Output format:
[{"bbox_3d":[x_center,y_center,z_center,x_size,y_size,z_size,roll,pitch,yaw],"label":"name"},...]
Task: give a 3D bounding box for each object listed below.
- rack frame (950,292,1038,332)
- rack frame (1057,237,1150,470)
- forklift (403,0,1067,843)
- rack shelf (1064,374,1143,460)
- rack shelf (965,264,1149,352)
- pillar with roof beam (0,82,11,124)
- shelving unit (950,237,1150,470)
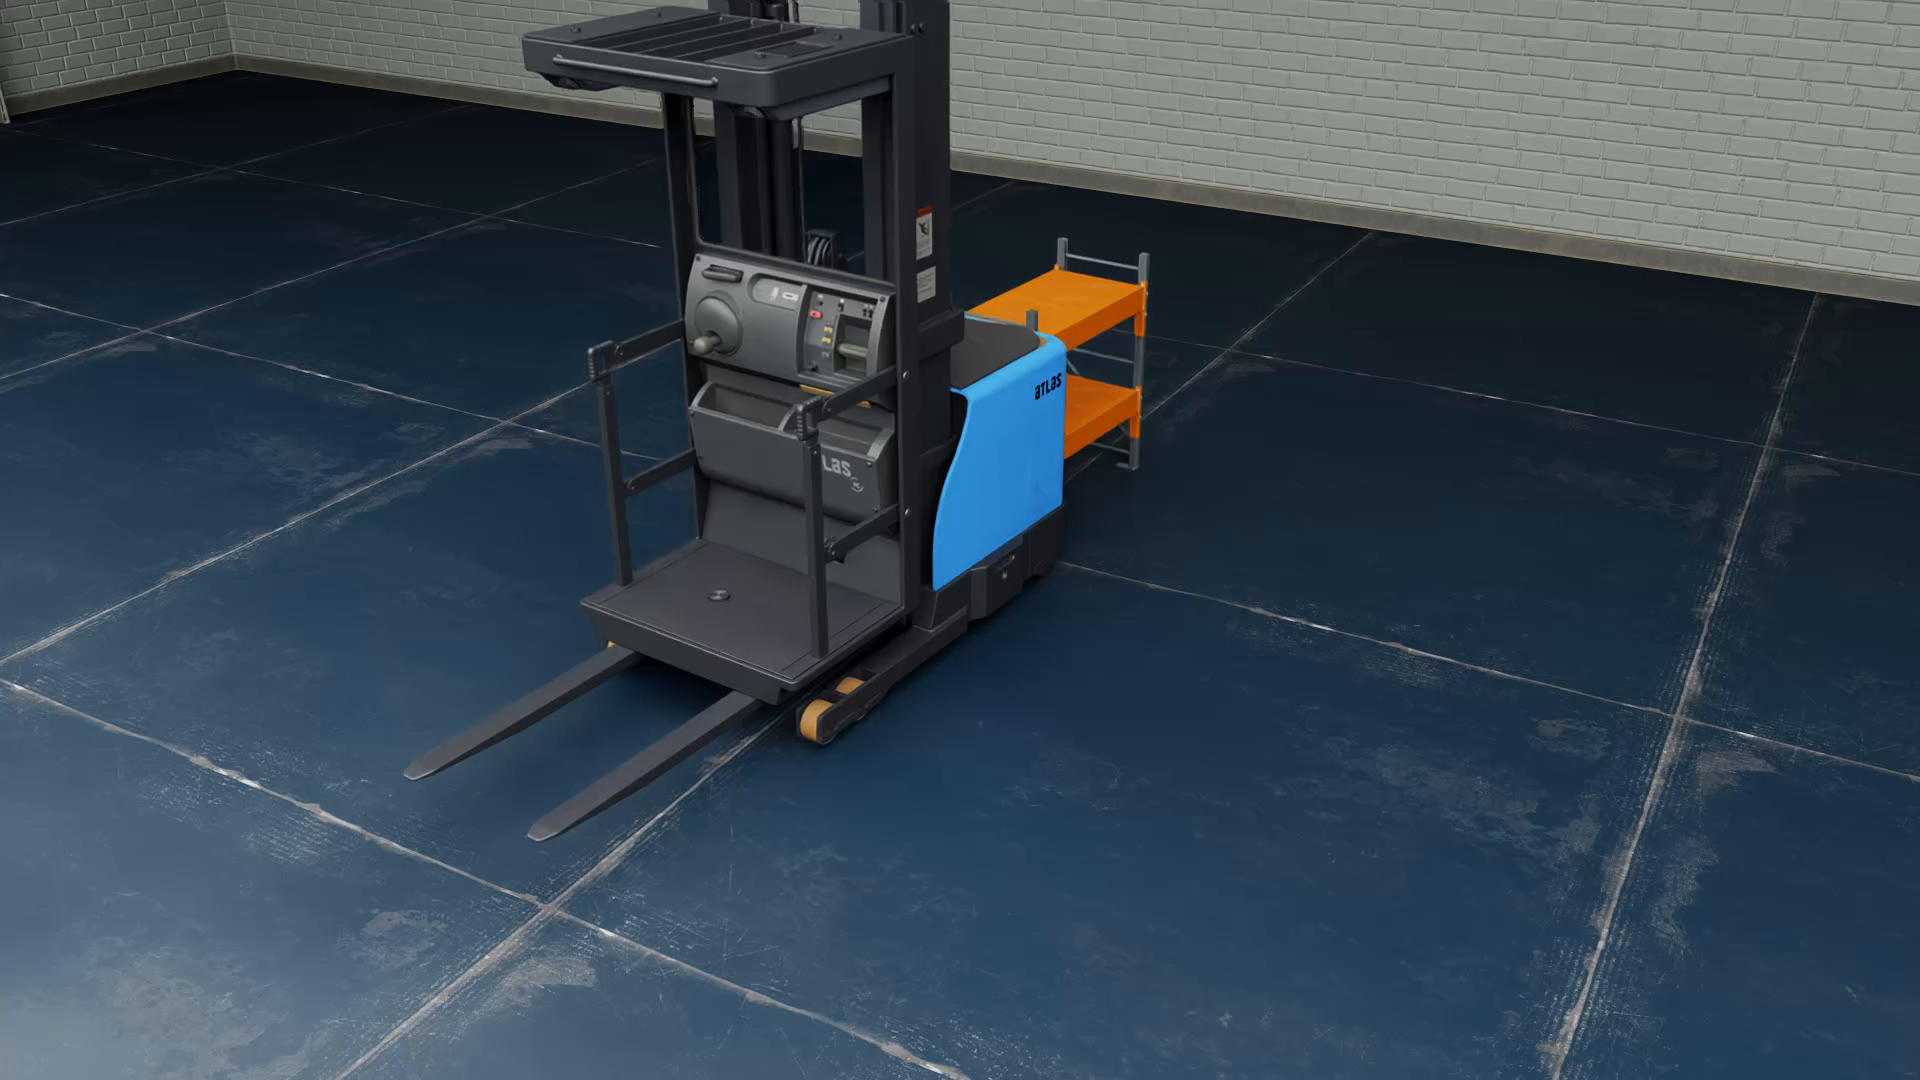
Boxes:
[{"bbox_3d":[0.125,-0.552,7.596,0.500,1.125,0.032,17,31,30],"label":"rack frame"},{"bbox_3d":[0.697,-0.928,8.348,0.500,1.125,0.032,17,31,30],"label":"rack frame"},{"bbox_3d":[-0.773,-0.790,6.053,1.130,2.935,3.031,17,31,30],"label":"forklift"},{"bbox_3d":[0.411,-0.521,8.081,0.538,0.278,1.000,17,31,30],"label":"rack shelf"},{"bbox_3d":[0.411,-1.002,7.841,0.538,0.278,1.000,17,31,30],"label":"rack shelf"},{"bbox_3d":[-5.357,-6.937,11.556,9.100,9.000,0.400,14,30,26],"label":"pillar with roof beam"},{"bbox_3d":[0.411,-0.740,7.972,0.538,1.125,1.048,17,31,30],"label":"shelving unit"}]
